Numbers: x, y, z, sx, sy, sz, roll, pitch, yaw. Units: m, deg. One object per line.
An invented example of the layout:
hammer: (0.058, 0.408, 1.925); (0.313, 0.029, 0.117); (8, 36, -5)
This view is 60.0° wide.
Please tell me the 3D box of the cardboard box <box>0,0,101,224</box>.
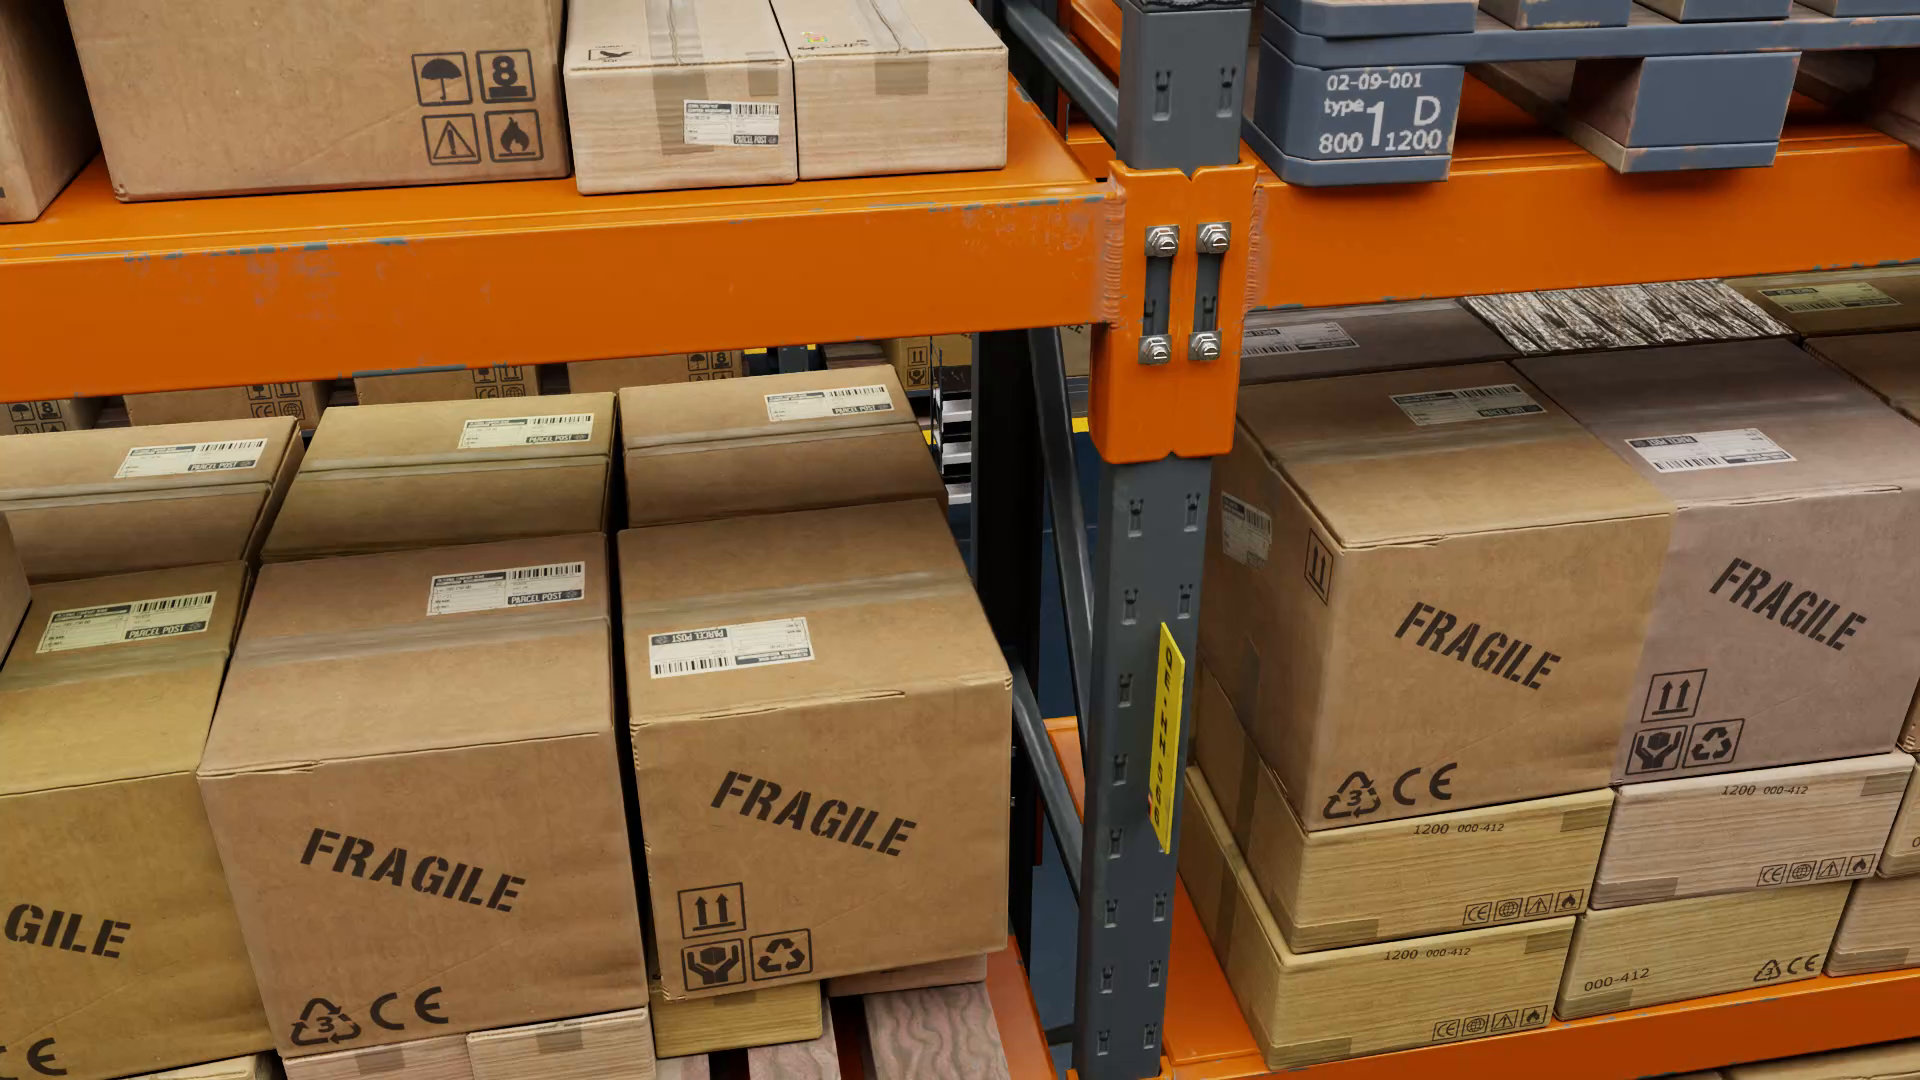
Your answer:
cardboard box: (-1.324, -0.717, 1.948); (0.637, 0.503, 0.797); (-5, 31, -9)

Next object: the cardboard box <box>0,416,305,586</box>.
cardboard box: (-1.345, 0.144, 2.740); (0.500, 0.500, 0.500); (-5, 31, -8)

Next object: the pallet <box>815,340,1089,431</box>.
pallet: (-0.051, -0.860, 8.004); (1.213, 0.211, 1.003); (-5, 31, -9)

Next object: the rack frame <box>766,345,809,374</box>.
rack frame: (-0.820, -1.991, 7.177); (0.127, 3.000, 1.000); (-5, 31, -9)

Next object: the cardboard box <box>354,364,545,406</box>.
cardboard box: (-2.294, -1.110, 7.484); (0.750, 0.750, 1.050); (-5, 31, -8)

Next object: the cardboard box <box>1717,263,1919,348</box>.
cardboard box: (1.626, -0.277, 3.177); (0.500, 0.500, 0.500); (-5, 31, -9)

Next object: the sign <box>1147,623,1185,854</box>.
sign: (0.278, 0.272, 2.264); (0.005, 0.325, 0.100); (-5, 31, -9)

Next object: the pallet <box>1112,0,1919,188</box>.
pallet: (0.795, -0.829, 2.428); (1.003, 0.211, 1.213); (-4, 31, -7)

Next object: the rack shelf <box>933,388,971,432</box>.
rack shelf: (0.008, -0.515, 6.449); (0.200, 0.077, 0.258); (-5, 31, -9)

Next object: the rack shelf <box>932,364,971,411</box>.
rack shelf: (0.008, -0.593, 6.403); (0.200, 0.077, 0.258); (-5, 31, -9)

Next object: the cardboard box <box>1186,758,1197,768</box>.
cardboard box: (0.622, 0.356, 3.333); (0.500, 0.250, 0.500); (-6, 31, -11)

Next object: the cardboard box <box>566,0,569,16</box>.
cardboard box: (-0.420, -0.800, 2.325); (0.258, 0.266, 0.396); (-5, 31, -9)

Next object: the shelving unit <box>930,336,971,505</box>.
shelving unit: (0.008, -0.389, 6.523); (0.210, 0.900, 0.258); (-5, 31, -9)

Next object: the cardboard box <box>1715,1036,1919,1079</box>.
cardboard box: (1.744, 1.101, 3.600); (0.875, 0.875, 0.875); (-5, 31, -8)

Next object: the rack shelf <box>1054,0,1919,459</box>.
rack shelf: (2.139, -0.698, 2.728); (4.000, 0.370, 1.077); (-5, 31, -9)

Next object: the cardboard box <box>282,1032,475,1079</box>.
cardboard box: (-0.848, 0.667, 2.490); (0.250, 0.149, 0.380); (-7, 31, -11)

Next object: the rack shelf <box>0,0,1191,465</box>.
rack shelf: (-1.796, -0.333, 2.107); (4.000, 0.370, 1.077); (-5, 31, -9)

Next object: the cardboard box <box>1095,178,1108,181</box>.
cardboard box: (0.803, -1.701, 7.996); (0.500, 0.250, 0.500); (-5, 31, -8)

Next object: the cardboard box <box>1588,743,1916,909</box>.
cardboard box: (1.223, 0.347, 2.856); (0.500, 0.250, 0.500); (-5, 31, -8)

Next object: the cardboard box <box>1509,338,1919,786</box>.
cardboard box: (1.187, 0.020, 2.671); (0.500, 0.500, 0.500); (-5, 31, -9)

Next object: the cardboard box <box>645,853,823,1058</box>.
cardboard box: (-0.359, 0.602, 2.600); (0.250, 0.149, 0.380); (-5, 31, -8)

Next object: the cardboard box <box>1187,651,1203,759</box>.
cardboard box: (0.602, 0.146, 3.198); (0.500, 0.250, 0.500); (-5, 31, -9)

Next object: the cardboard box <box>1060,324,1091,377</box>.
cardboard box: (0.416, -1.080, 7.679); (0.500, 0.500, 0.500); (-5, 31, -8)

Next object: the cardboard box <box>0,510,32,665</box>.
cardboard box: (-1.387, 0.125, 2.131); (0.250, 0.149, 0.380); (-7, 31, -11)

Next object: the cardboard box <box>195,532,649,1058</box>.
cardboard box: (-0.732, 0.348, 2.393); (0.500, 0.500, 0.500); (-6, 31, -10)

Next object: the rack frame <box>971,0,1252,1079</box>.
rack frame: (0.171, 0.467, 2.996); (0.127, 3.000, 1.000); (-5, 31, -9)

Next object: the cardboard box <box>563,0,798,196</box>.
cardboard box: (-0.344, -0.557, 2.027); (0.250, 0.149, 0.380); (-5, 31, -9)

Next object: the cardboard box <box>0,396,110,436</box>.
cardboard box: (-4.160, -0.939, 7.193); (0.750, 0.750, 1.050); (-5, 31, -9)

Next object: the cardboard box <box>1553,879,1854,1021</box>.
cardboard box: (1.200, 0.557, 2.991); (0.500, 0.250, 0.500); (-6, 31, -10)

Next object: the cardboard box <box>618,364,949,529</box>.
cardboard box: (-0.313, 0.041, 2.915); (0.500, 0.500, 0.500); (-6, 31, -10)

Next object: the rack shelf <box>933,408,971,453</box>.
rack shelf: (0.008, -0.437, 6.494); (0.200, 0.077, 0.258); (-5, 31, -9)

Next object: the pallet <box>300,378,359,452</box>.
pallet: (-2.806, -0.645, 7.639); (1.213, 0.211, 1.003); (-5, 31, -9)

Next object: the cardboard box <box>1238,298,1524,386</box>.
cardboard box: (0.633, -0.184, 3.019); (0.500, 0.500, 0.500); (-6, 31, -10)
